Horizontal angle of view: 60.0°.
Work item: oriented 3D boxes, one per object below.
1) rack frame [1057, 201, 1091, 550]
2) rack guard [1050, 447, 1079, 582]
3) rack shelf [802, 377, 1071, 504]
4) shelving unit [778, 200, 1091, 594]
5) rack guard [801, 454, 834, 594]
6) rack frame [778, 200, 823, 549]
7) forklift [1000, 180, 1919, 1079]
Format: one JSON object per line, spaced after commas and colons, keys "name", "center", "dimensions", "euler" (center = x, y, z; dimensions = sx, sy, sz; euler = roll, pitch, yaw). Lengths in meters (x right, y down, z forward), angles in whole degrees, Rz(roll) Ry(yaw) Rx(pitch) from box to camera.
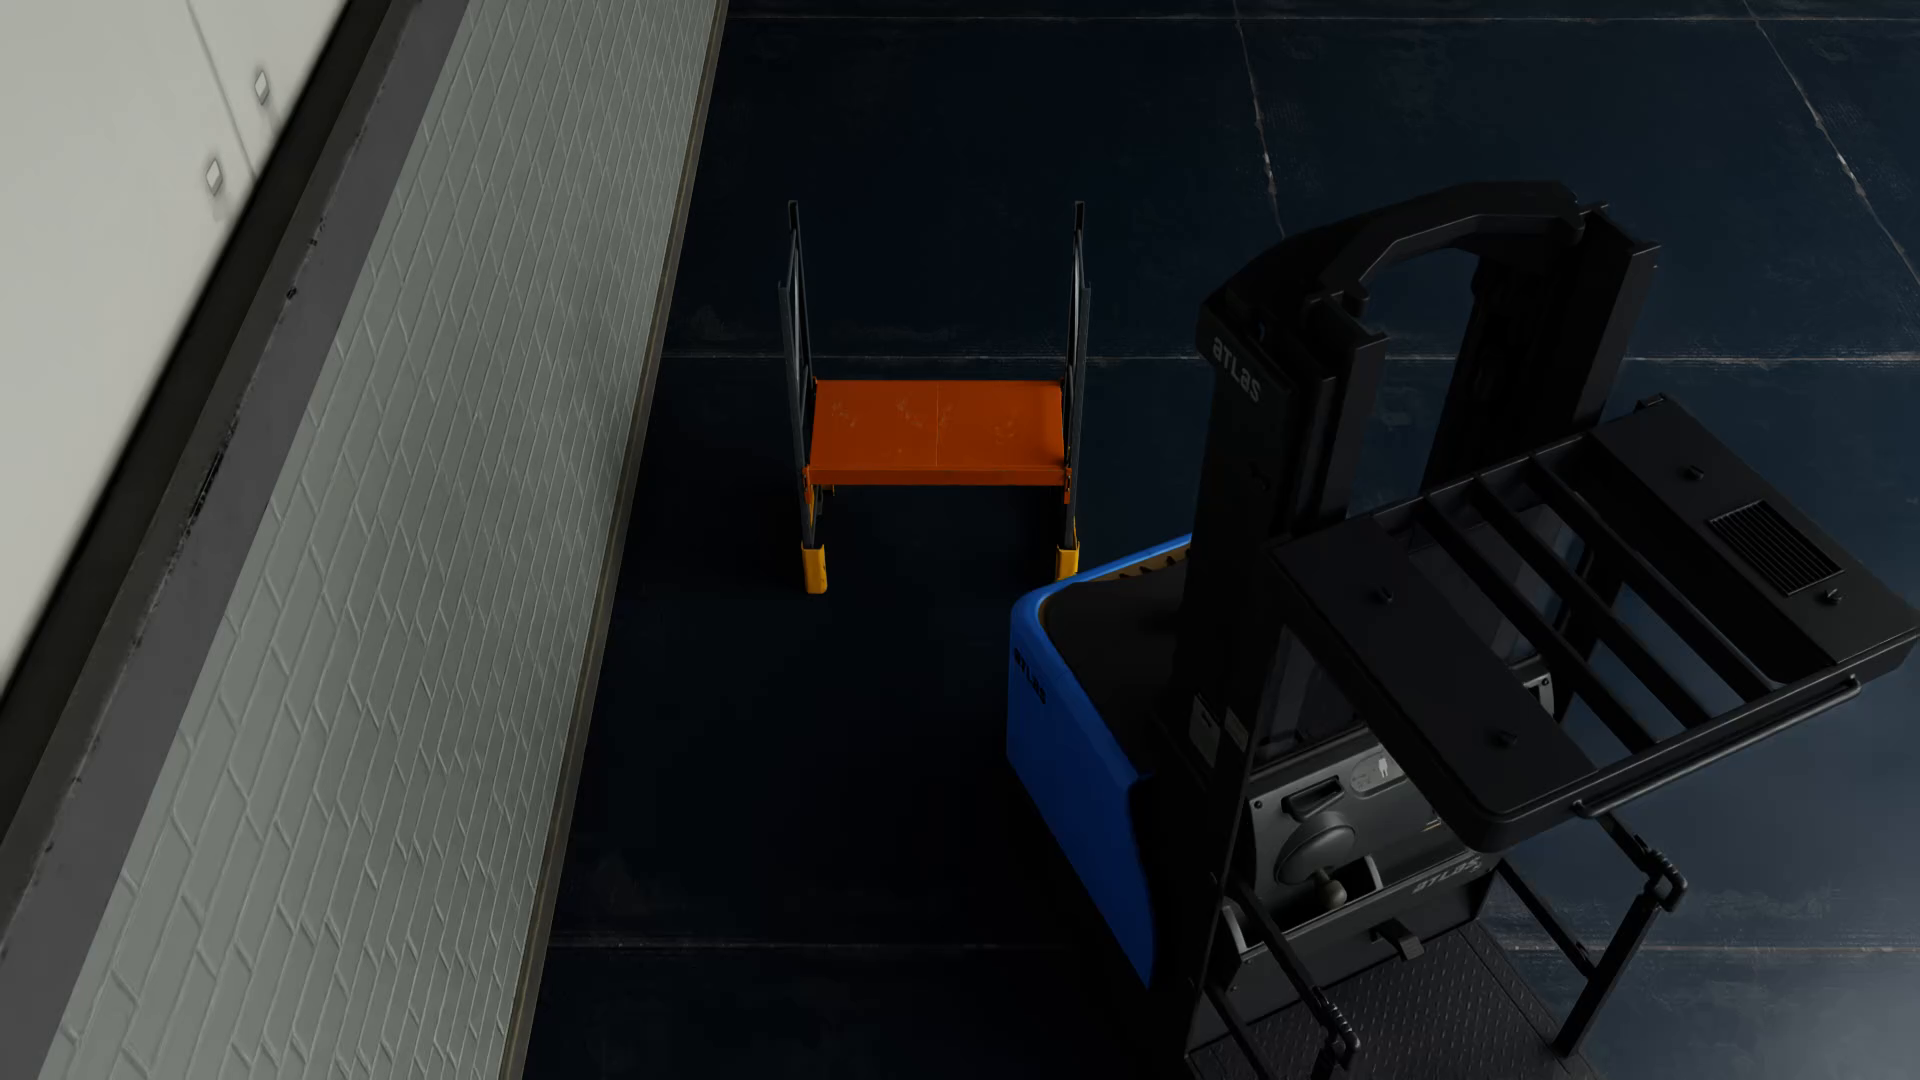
{"name": "rack frame", "center": [0.423, -0.510, 6.281], "dimensions": [0.032, 1.500, 0.500], "euler": [0, 47, 0]}
{"name": "rack guard", "center": [0.422, -0.084, 6.738], "dimensions": [0.087, 0.250, 0.587], "euler": [0, 47, 0]}
{"name": "rack shelf", "center": [-0.085, -0.389, 6.414], "dimensions": [1.000, 0.185, 0.538], "euler": [0, 47, 0]}
{"name": "shelving unit", "center": [-0.076, -0.511, 6.282], "dimensions": [1.083, 1.500, 0.587], "euler": [0, 47, 0]}
{"name": "rack guard", "center": [-0.574, -0.087, 6.741], "dimensions": [0.087, 0.250, 0.587], "euler": [0, 47, 0]}
{"name": "rack frame", "center": [-0.594, -0.513, 6.283], "dimensions": [0.032, 1.500, 0.500], "euler": [0, 47, 0]}
{"name": "forklift", "center": [1.233, 0.737, 4.143], "dimensions": [1.130, 2.935, 3.031], "euler": [-19, 50, -17]}
